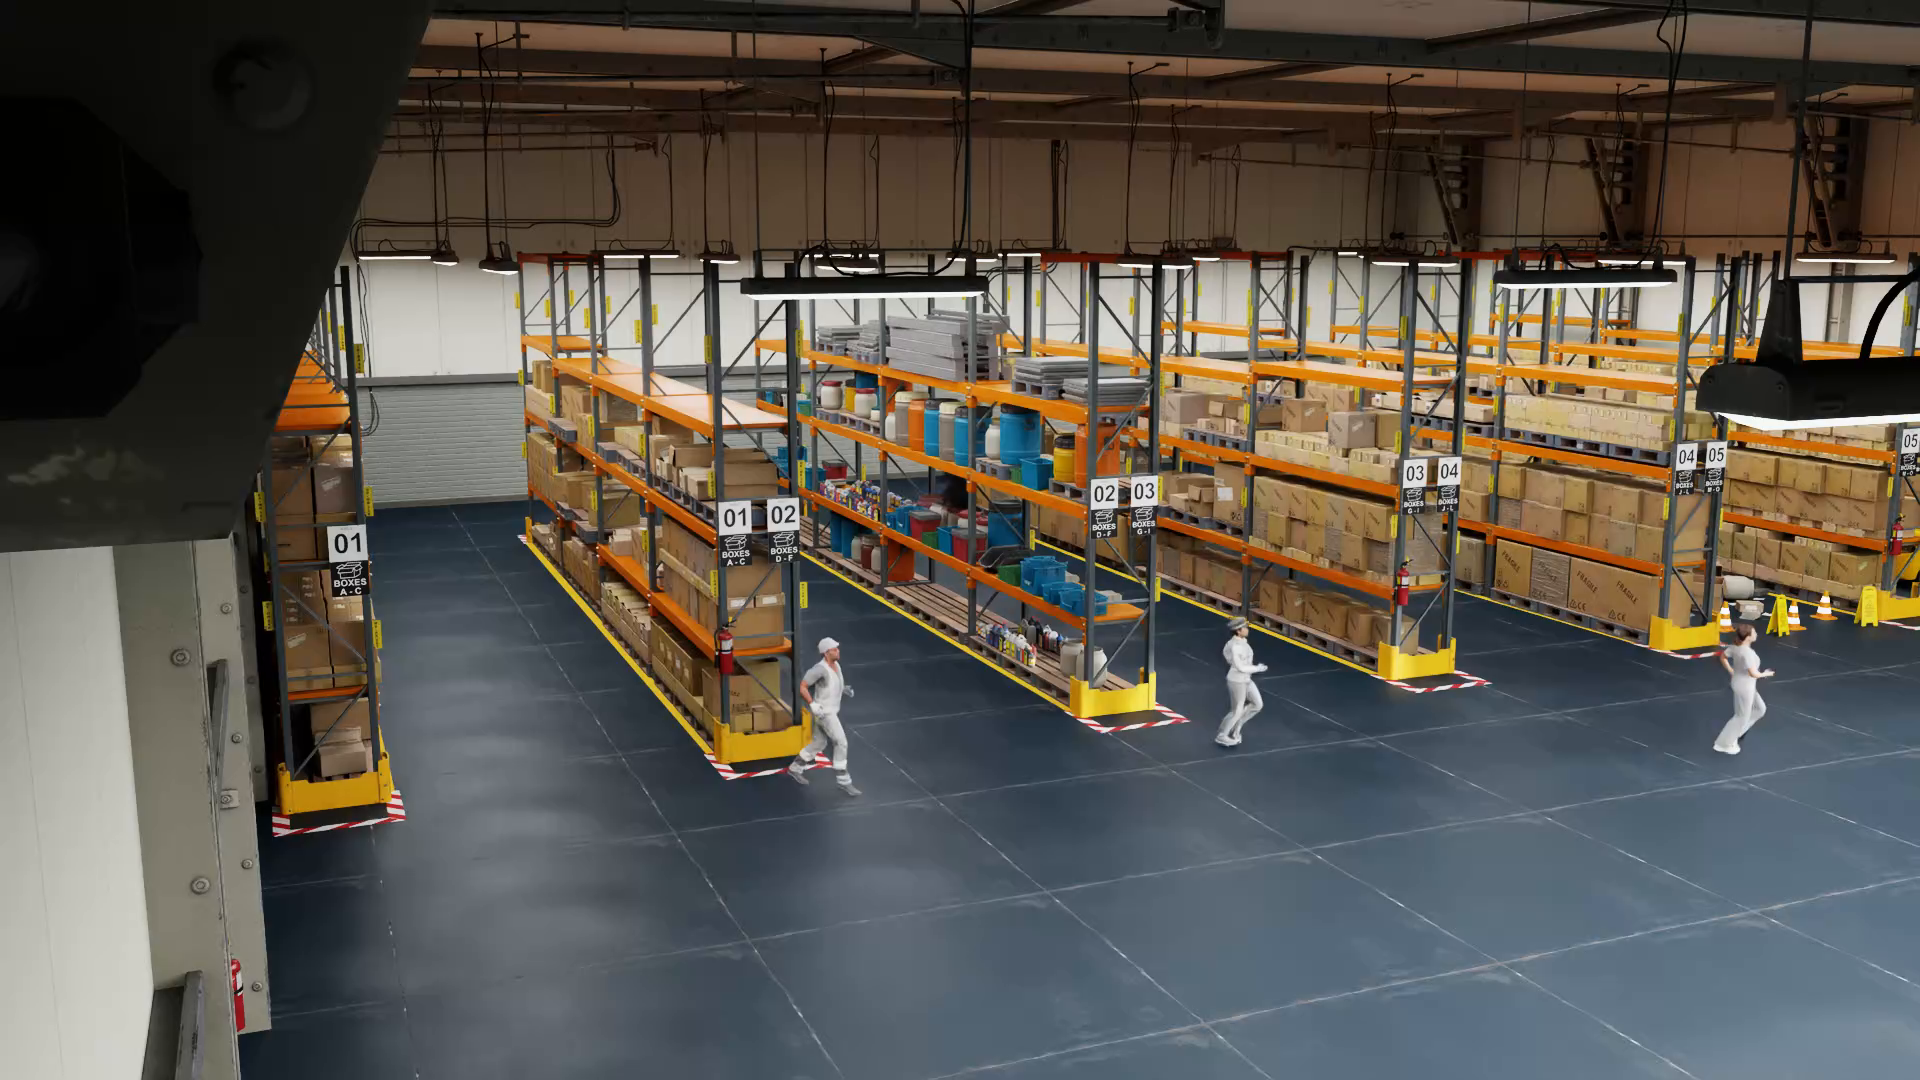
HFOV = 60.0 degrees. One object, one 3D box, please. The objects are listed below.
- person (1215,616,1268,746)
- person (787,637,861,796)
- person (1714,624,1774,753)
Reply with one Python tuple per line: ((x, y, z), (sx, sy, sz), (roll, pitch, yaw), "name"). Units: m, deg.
((3.519, 1.755, 20.737), (0.632, 1.661, 0.587), (3, 11, 17), "person")
((-1.555, 1.995, 19.081), (0.905, 1.809, 0.664), (2, 10, 8), "person")
((9.657, 1.825, 20.447), (0.631, 1.628, 0.542), (2, 11, 10), "person")
